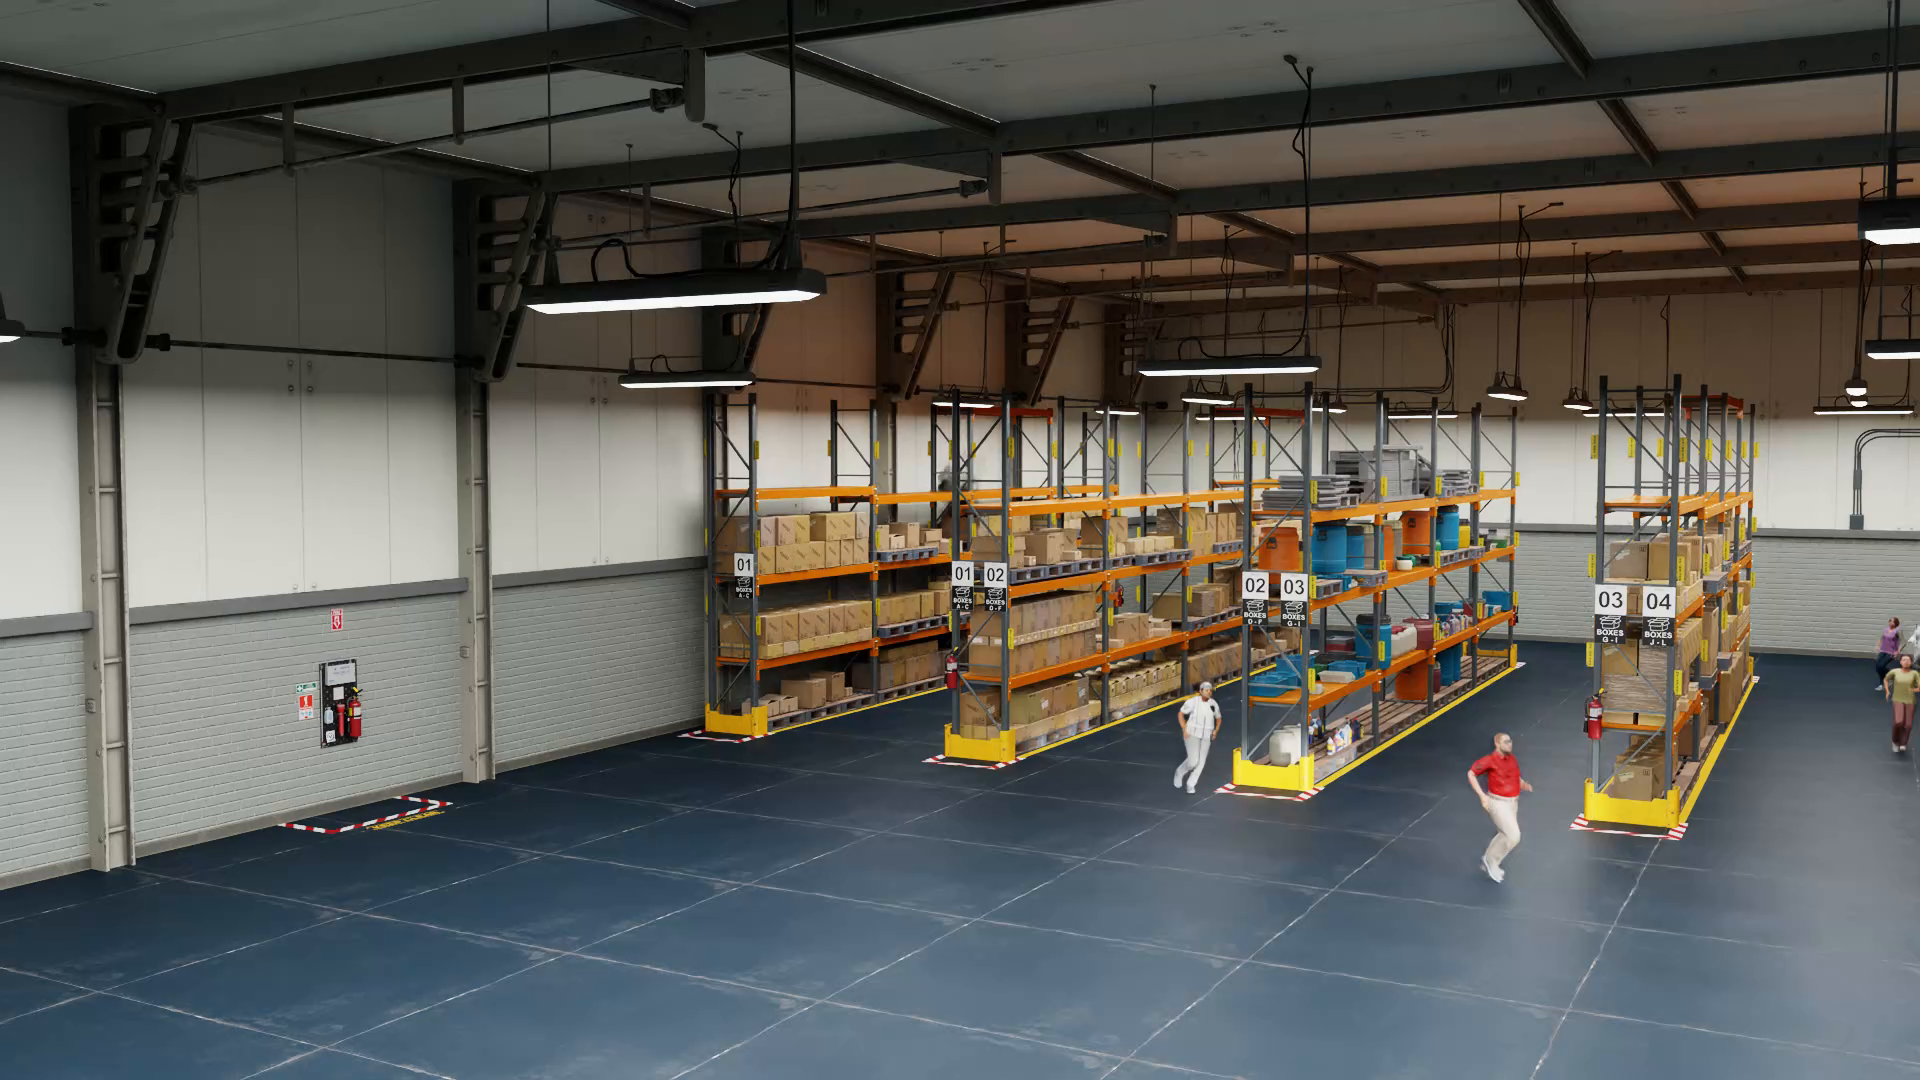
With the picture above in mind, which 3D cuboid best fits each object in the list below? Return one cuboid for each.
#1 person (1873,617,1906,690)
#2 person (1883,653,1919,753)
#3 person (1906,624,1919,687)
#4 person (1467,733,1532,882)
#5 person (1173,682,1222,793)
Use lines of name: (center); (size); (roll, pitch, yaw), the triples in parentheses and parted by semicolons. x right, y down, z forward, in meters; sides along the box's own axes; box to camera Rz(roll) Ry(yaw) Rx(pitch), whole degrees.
person: (19.317, 2.338, 34.653); (0.453, 1.483, 0.603); (-1, 3, -17)
person: (15.518, 2.683, 27.341); (0.550, 1.640, 0.634); (1, 3, 22)
person: (20.218, 2.290, 34.956); (0.545, 1.648, 0.689); (0, 3, 0)
person: (6.323, 3.104, 19.297); (0.637, 1.721, 0.678); (-2, 4, -37)
person: (3.514, 2.884, 24.367); (0.683, 1.611, 0.524); (-1, 3, -13)
